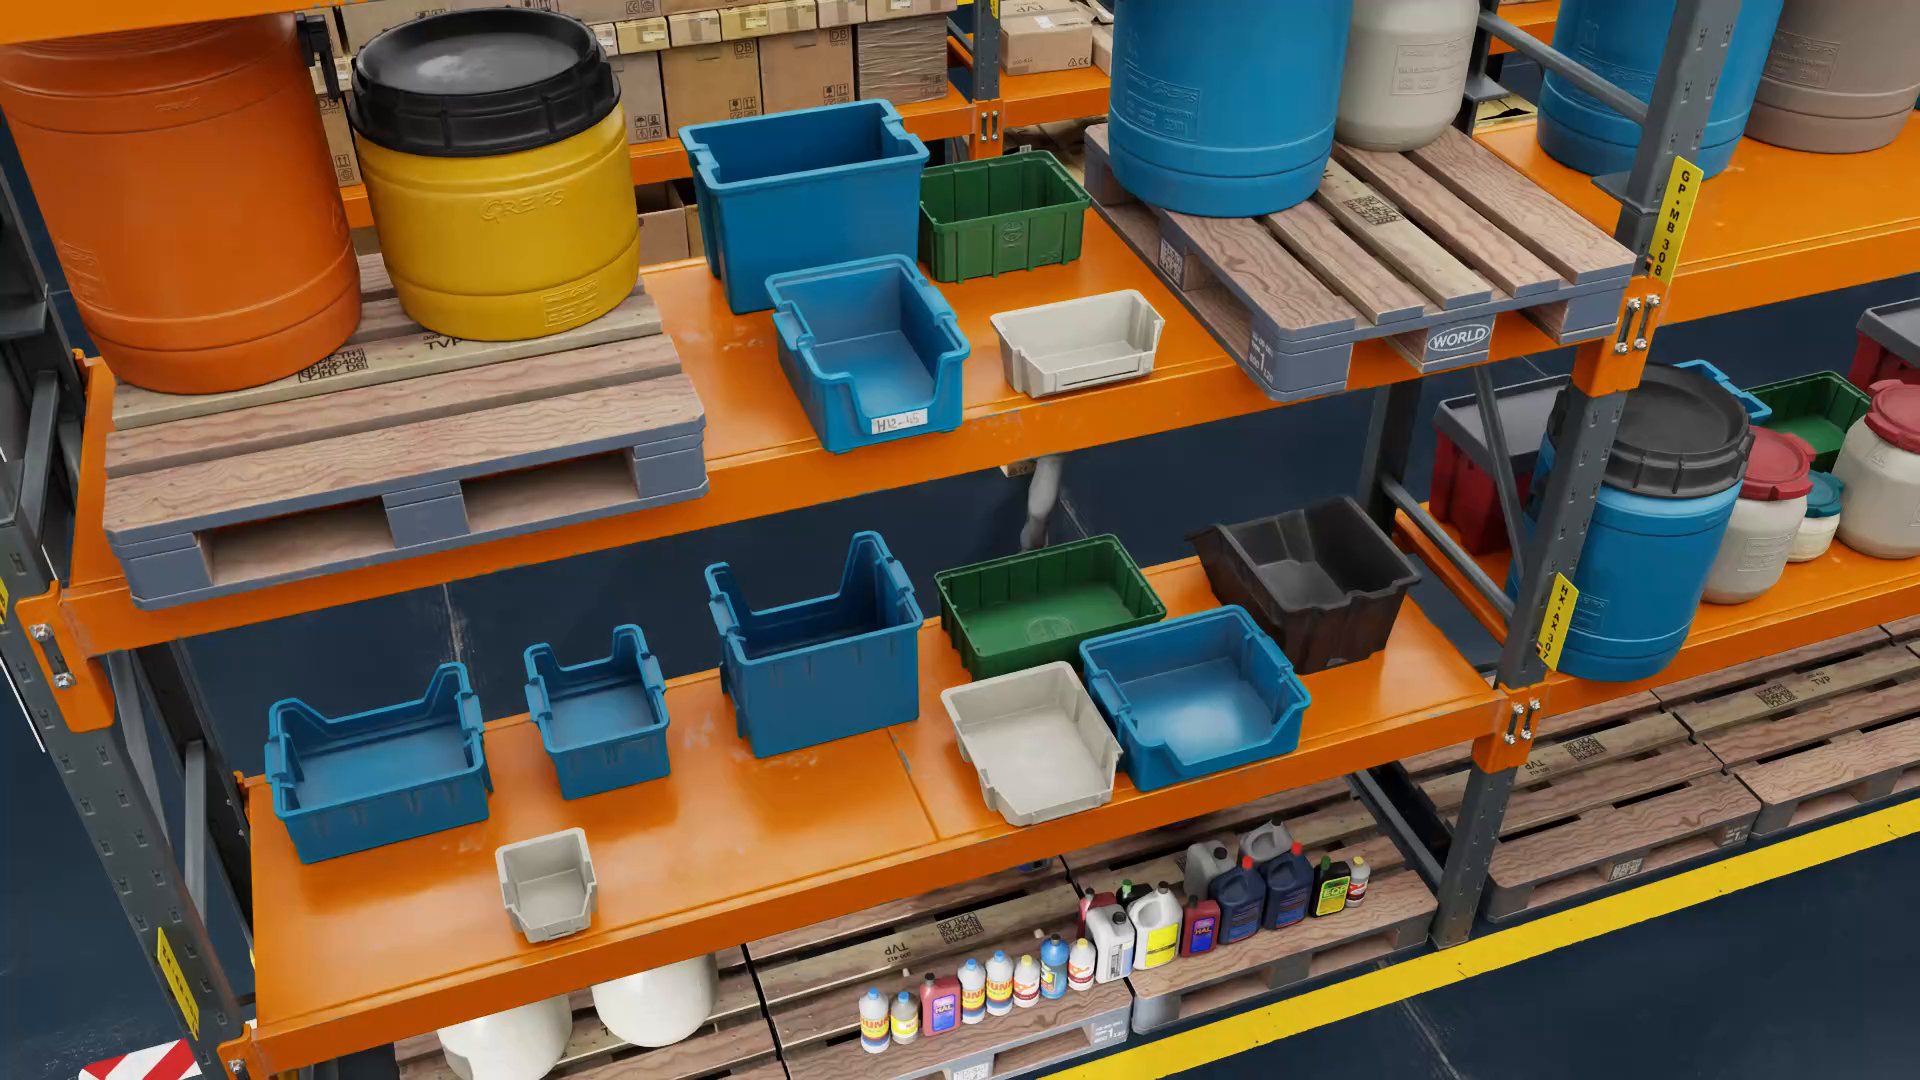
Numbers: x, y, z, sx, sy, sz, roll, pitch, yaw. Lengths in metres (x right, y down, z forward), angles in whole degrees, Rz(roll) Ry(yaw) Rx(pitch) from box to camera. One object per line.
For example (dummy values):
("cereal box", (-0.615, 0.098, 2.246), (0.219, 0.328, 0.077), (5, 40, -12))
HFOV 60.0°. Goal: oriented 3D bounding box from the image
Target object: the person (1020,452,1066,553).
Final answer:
("person", (0.388, -0.787, 7.817), (0.433, 1.591, 1.039), (8, 39, 10))
